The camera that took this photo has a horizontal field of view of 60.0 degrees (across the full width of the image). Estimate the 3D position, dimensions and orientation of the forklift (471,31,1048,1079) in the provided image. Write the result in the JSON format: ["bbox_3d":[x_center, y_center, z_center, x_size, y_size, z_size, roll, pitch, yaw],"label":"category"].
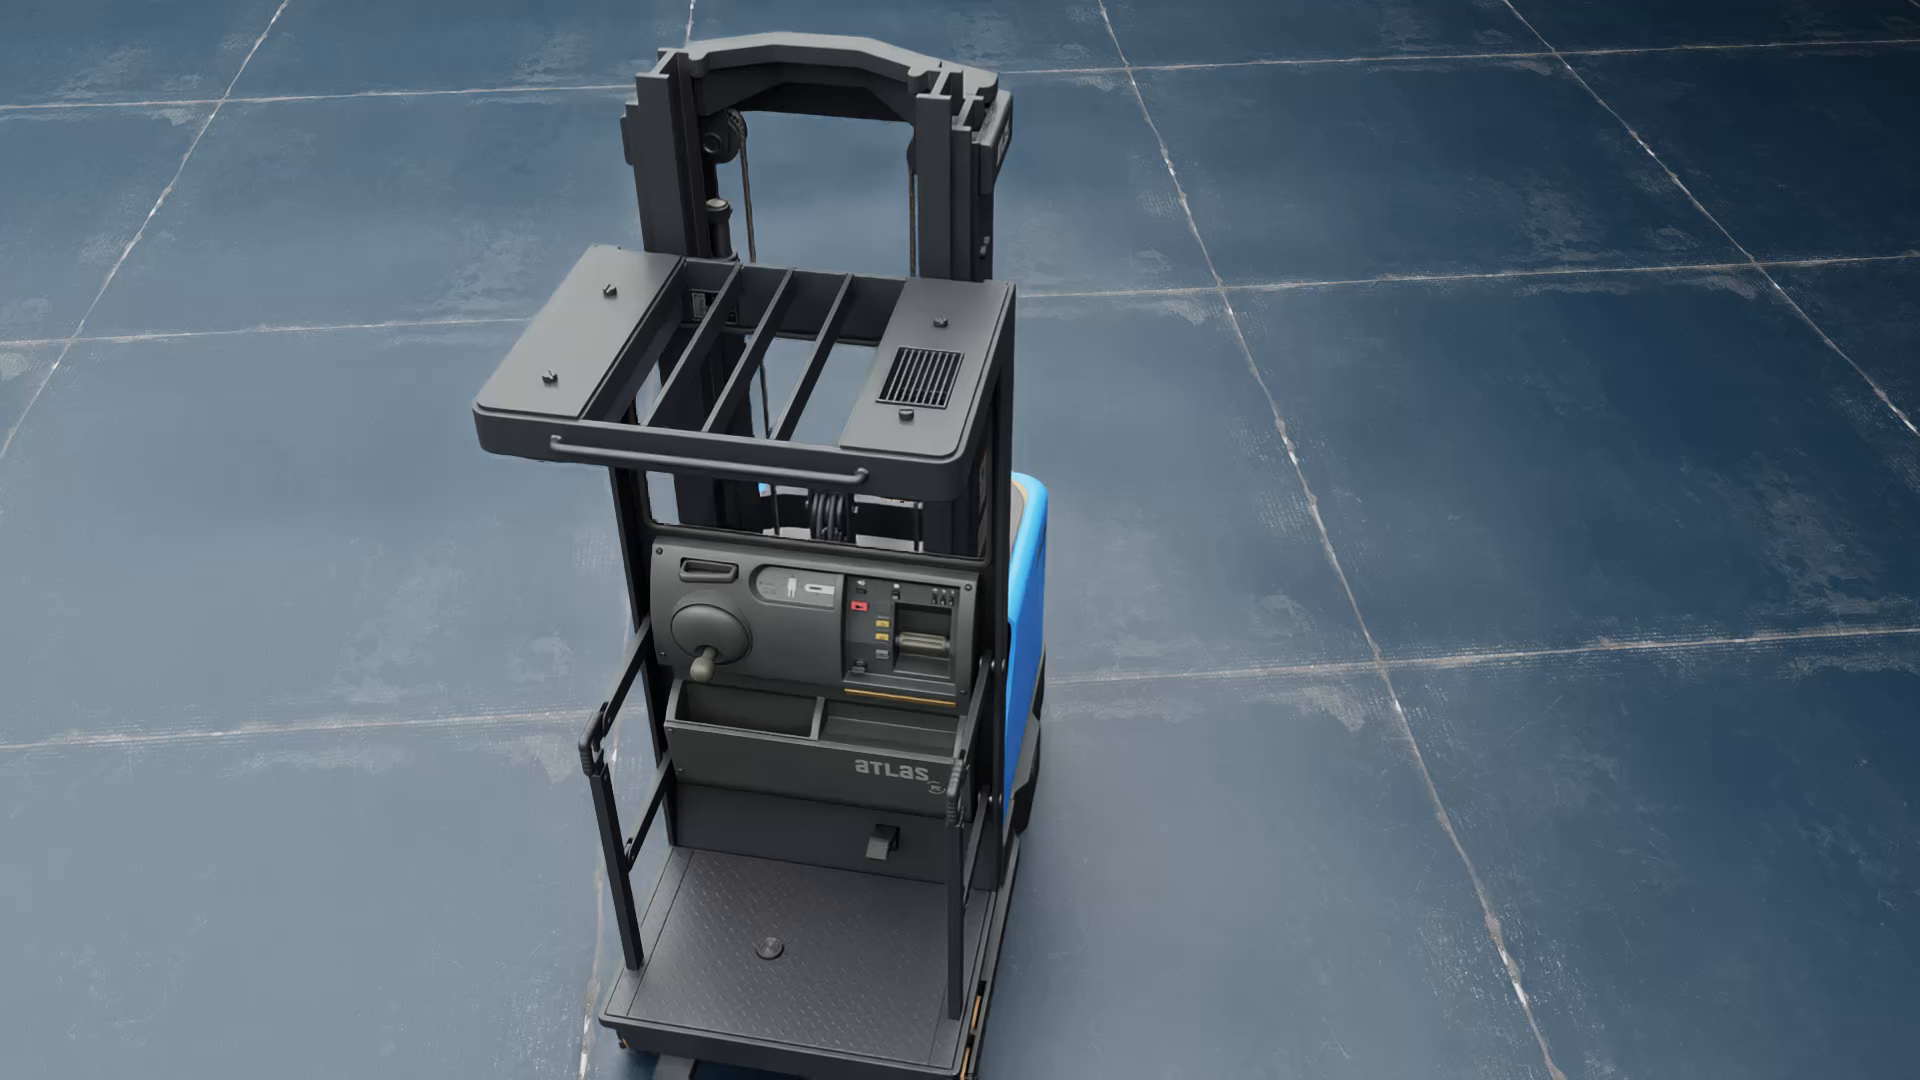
[{"bbox_3d":[-0.452,0.308,4.494,1.130,2.935,3.031,6,39,8],"label":"forklift"}]
